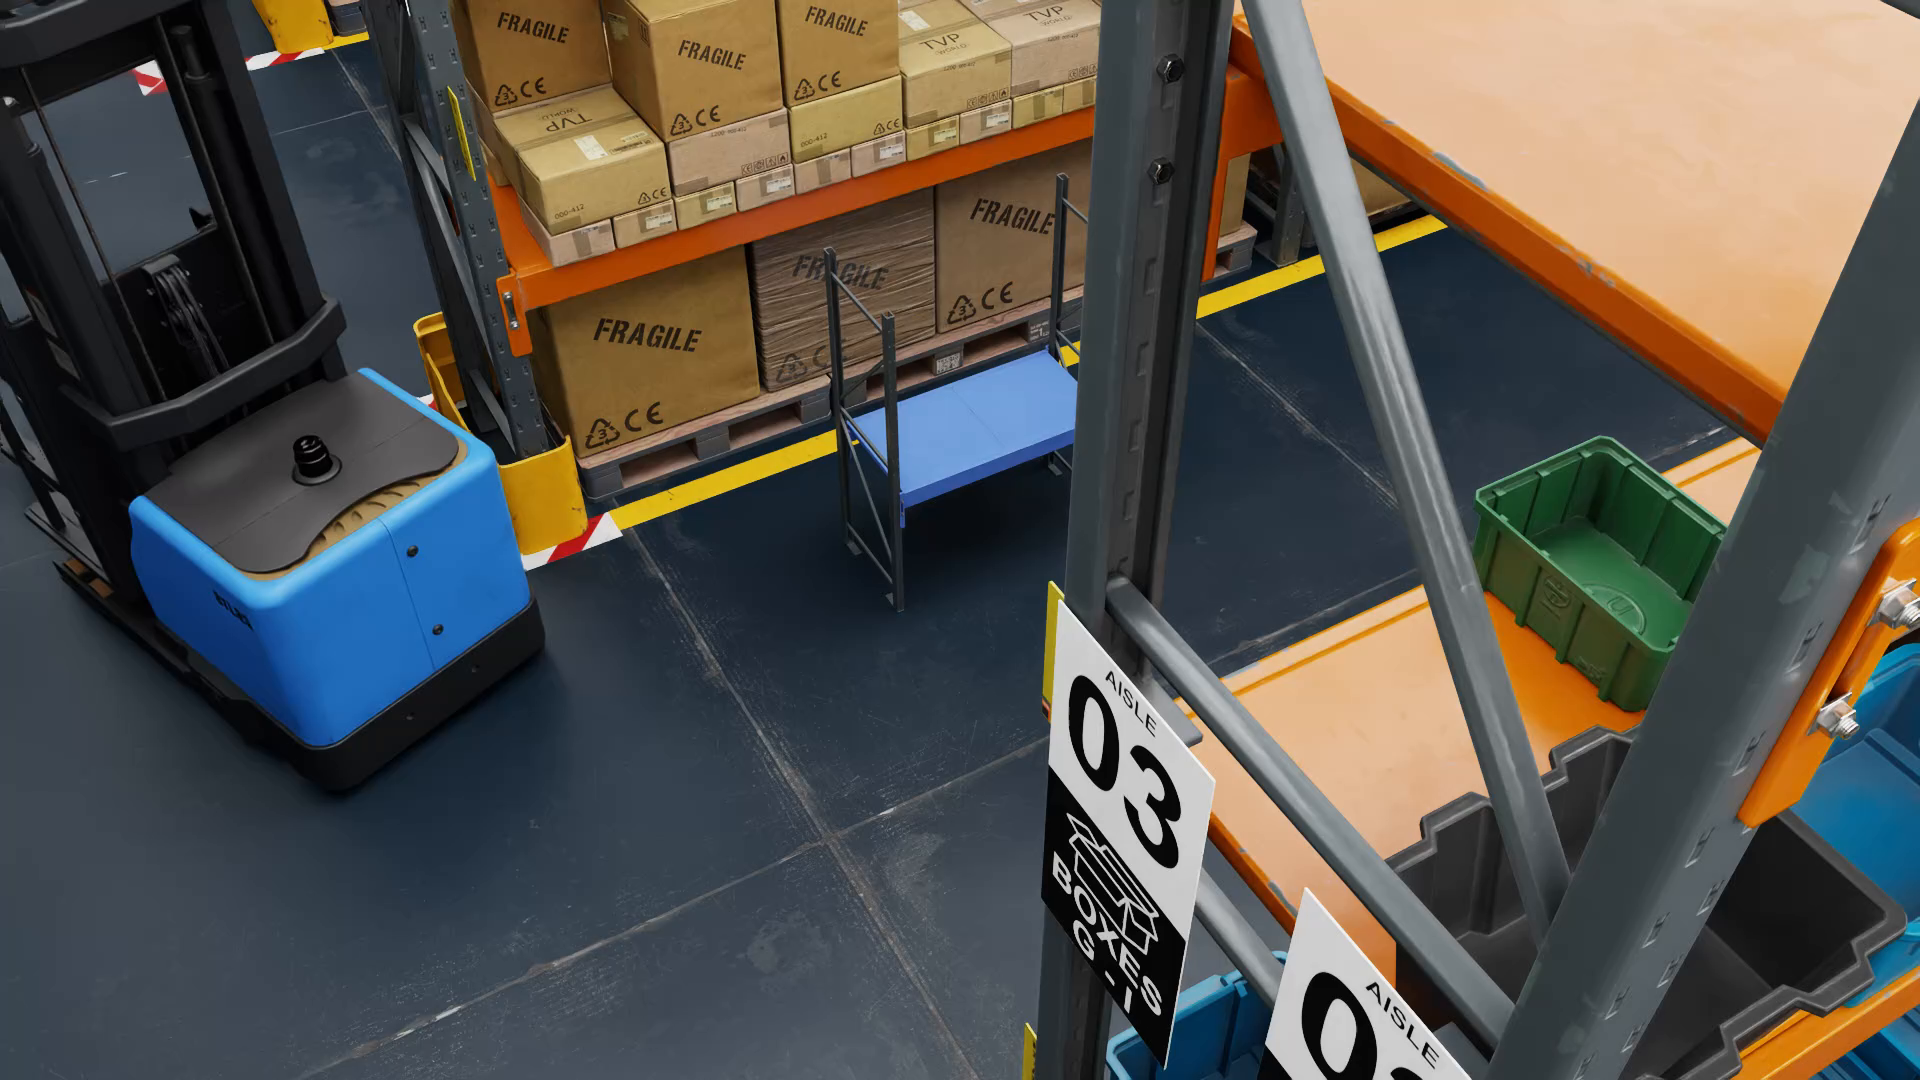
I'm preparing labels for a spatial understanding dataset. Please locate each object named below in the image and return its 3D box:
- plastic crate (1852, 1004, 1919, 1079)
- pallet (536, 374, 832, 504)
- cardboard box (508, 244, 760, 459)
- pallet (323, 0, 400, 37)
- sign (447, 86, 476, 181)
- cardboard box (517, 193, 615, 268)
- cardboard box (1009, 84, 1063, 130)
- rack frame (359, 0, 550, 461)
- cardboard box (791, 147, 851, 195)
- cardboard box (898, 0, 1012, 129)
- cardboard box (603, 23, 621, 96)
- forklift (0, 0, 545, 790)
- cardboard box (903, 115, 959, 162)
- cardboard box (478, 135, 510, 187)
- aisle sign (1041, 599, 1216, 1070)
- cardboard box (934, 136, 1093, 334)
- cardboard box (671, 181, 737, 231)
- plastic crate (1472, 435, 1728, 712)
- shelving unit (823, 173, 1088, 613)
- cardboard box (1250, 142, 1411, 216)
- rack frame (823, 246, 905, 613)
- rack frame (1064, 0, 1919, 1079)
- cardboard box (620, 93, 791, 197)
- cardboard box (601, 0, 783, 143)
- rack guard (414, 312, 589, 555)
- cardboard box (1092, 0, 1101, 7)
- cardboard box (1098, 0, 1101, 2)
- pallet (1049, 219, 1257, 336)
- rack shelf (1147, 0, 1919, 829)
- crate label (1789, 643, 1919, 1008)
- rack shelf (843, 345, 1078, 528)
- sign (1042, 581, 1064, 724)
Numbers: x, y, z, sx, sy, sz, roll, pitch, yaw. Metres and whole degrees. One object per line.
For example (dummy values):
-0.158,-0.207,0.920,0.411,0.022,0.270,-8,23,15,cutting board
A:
2.236,1.167,3.900,0.300,0.233,0.416,-22,48,-21,plastic crate
-1.357,-0.739,7.789,1.213,0.211,1.003,-22,48,-21,pallet
-1.496,-1.073,7.356,0.875,0.875,0.875,-22,48,-21,cardboard box
-3.607,-3.731,10.872,1.213,0.211,1.003,-22,48,-21,pallet
-1.740,-1.417,5.807,0.005,0.325,0.100,-22,48,-21,sign
-1.539,-1.248,6.492,0.250,0.149,0.380,-21,48,-21,cardboard box
0.242,-1.963,7.228,0.250,0.149,0.380,-23,48,-22,cardboard box
-2.011,-1.415,6.483,0.127,3.000,1.000,-22,48,-21,rack frame
-0.649,-1.606,6.861,0.250,0.149,0.380,-23,49,-22,cardboard box
-0.126,-2.012,6.993,0.500,0.250,0.500,-23,49,-22,cardboard box
-1.283,-1.972,6.951,0.500,0.250,0.500,-23,49,-22,cardboard box
-3.123,-0.999,6.104,3.031,2.935,1.130,30,51,27,forklift
-0.206,-1.783,7.043,0.250,0.149,0.380,-23,49,-22,cardboard box
-1.867,-1.647,6.903,0.250,0.149,0.380,-21,48,-20,cardboard box
0.248,0.491,2.653,0.004,0.787,0.394,-22,48,-21,aisle sign
0.064,-1.698,7.999,0.875,0.875,0.875,-22,48,-21,cardboard box
-1.096,-1.427,6.677,0.250,0.149,0.380,-23,49,-22,cardboard box
1.169,0.061,2.961,0.336,0.188,0.450,-22,48,-21,plastic crate
0.074,-0.568,6.688,1.048,1.500,0.538,-22,48,-21,shelving unit
2.002,-2.425,8.748,0.875,0.875,1.225,-22,48,-21,cardboard box
-0.367,-0.391,6.506,0.032,1.500,0.500,-22,48,-21,rack frame
0.456,-0.577,1.312,0.127,3.000,1.000,-22,48,-21,rack frame
-1.013,-1.655,6.625,0.500,0.250,0.500,-22,48,-21,cardboard box
-1.027,-1.914,6.353,0.500,0.500,0.500,-23,49,-22,cardboard box
-2.032,-0.509,7.345,0.348,0.500,1.175,-22,48,-21,rack guard
0.757,-2.363,7.354,0.500,0.250,0.500,-20,48,-20,cardboard box
0.755,-2.632,7.093,0.500,0.500,0.500,-21,48,-21,cardboard box
0.759,-1.585,8.661,1.213,0.211,1.003,-22,48,-21,pallet
2.190,-0.869,2.417,4.000,0.370,1.077,-22,48,-21,rack shelf
1.417,0.428,2.537,0.502,0.251,0.408,-22,48,-21,crate label
0.074,-0.439,6.813,1.000,0.185,0.538,-22,48,-21,rack shelf
0.168,0.211,2.730,0.005,0.325,0.100,-22,48,-21,sign
